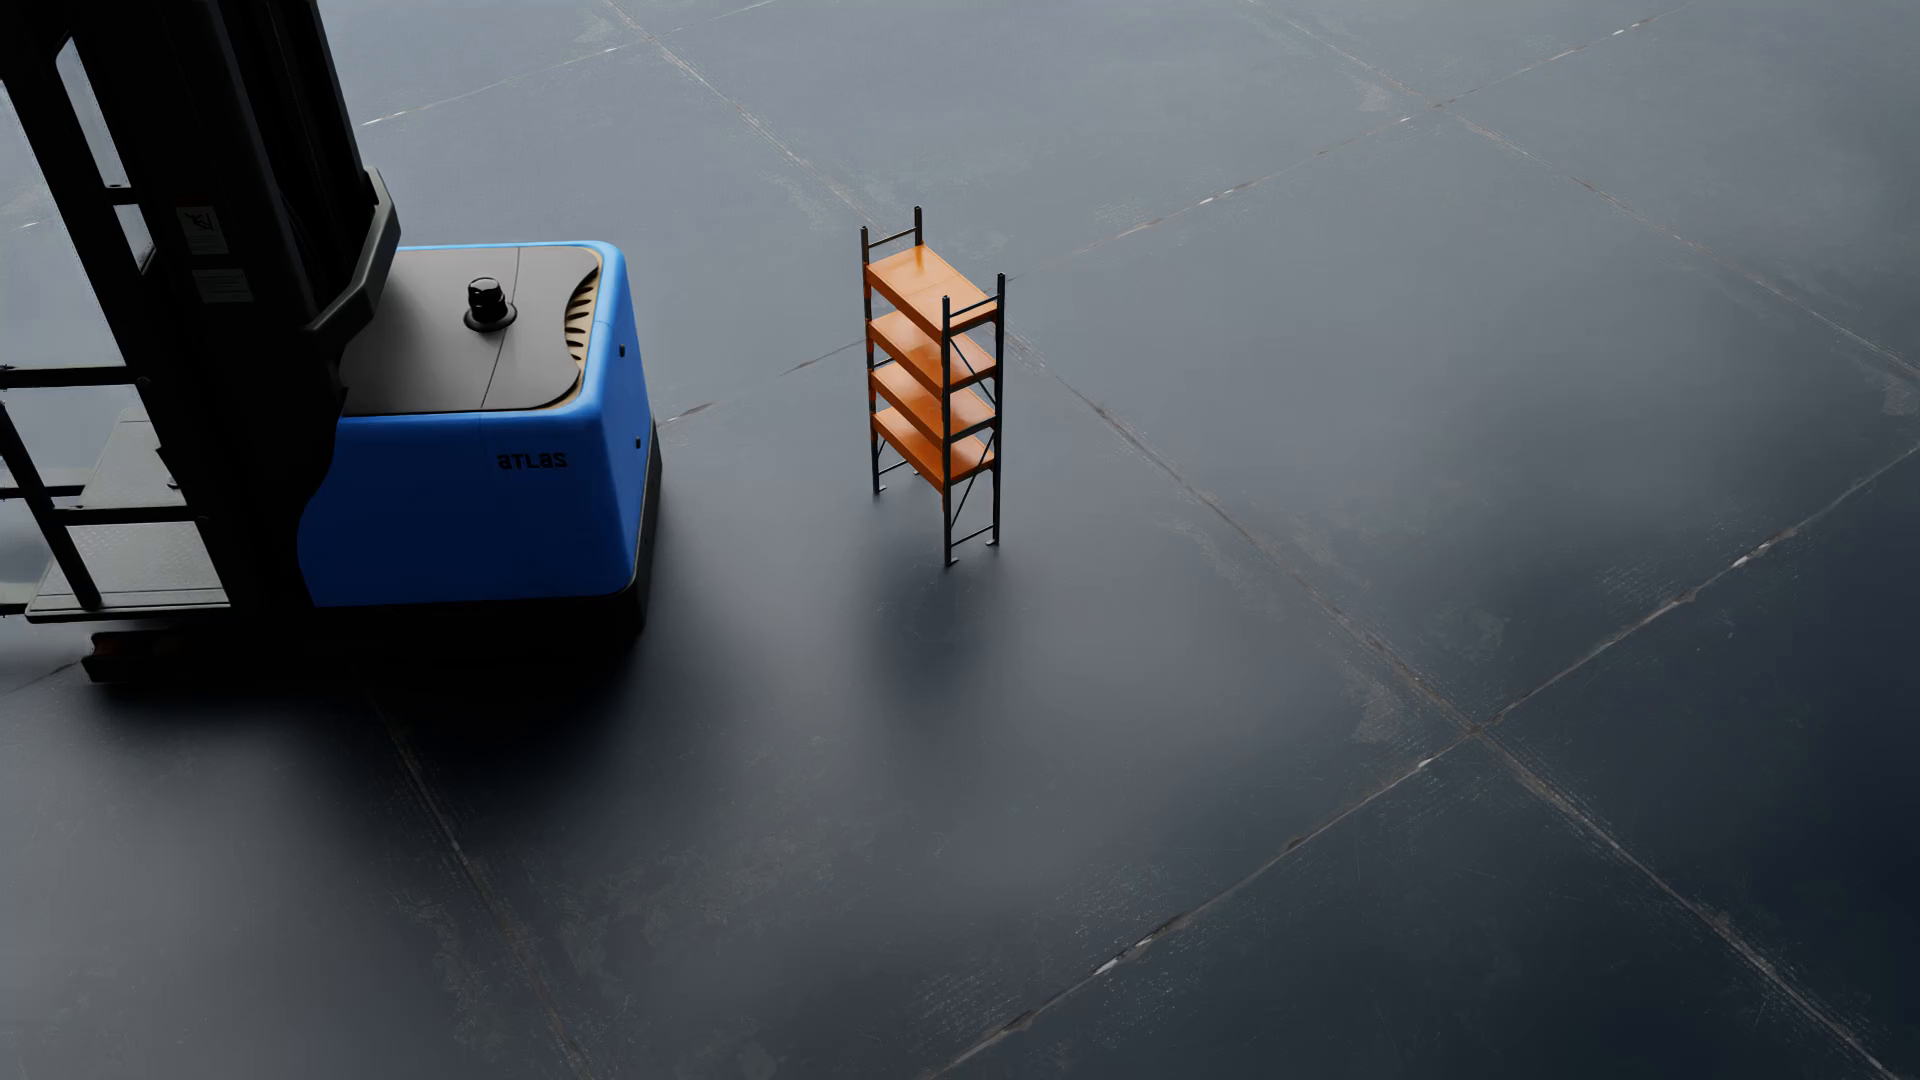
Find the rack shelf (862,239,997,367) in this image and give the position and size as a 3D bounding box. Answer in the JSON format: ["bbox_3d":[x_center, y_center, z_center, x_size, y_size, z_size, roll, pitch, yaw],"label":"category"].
[{"bbox_3d":[-0.095,-0.812,5.663,0.258,0.148,0.480,-26,49,-24],"label":"rack shelf"}]

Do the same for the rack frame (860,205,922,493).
[{"bbox_3d":[-0.234,-0.666,6.079,0.240,1.200,0.015,-26,49,-24],"label":"rack frame"}]

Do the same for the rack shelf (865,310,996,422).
[{"bbox_3d":[-0.095,-0.641,5.826,0.258,0.148,0.480,-26,49,-24],"label":"rack shelf"}]

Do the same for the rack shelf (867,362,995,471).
[{"bbox_3d":[-0.095,-0.479,5.980,0.258,0.148,0.480,-26,49,-24],"label":"rack shelf"}]

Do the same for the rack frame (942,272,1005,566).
[{"bbox_3d":[0.045,-0.390,5.789,0.240,1.200,0.015,-26,49,-24],"label":"rack frame"}]

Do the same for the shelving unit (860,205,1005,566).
[{"bbox_3d":[-0.095,-0.528,5.934,0.258,1.200,0.503,-26,49,-24],"label":"shelving unit"}]

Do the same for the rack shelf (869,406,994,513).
[{"bbox_3d":[-0.095,-0.335,6.117,0.258,0.148,0.480,-26,49,-24],"label":"rack shelf"}]

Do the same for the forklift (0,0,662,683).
[{"bbox_3d":[-2.642,-0.943,5.116,3.031,2.935,1.130,-2,44,-2],"label":"forklift"}]
